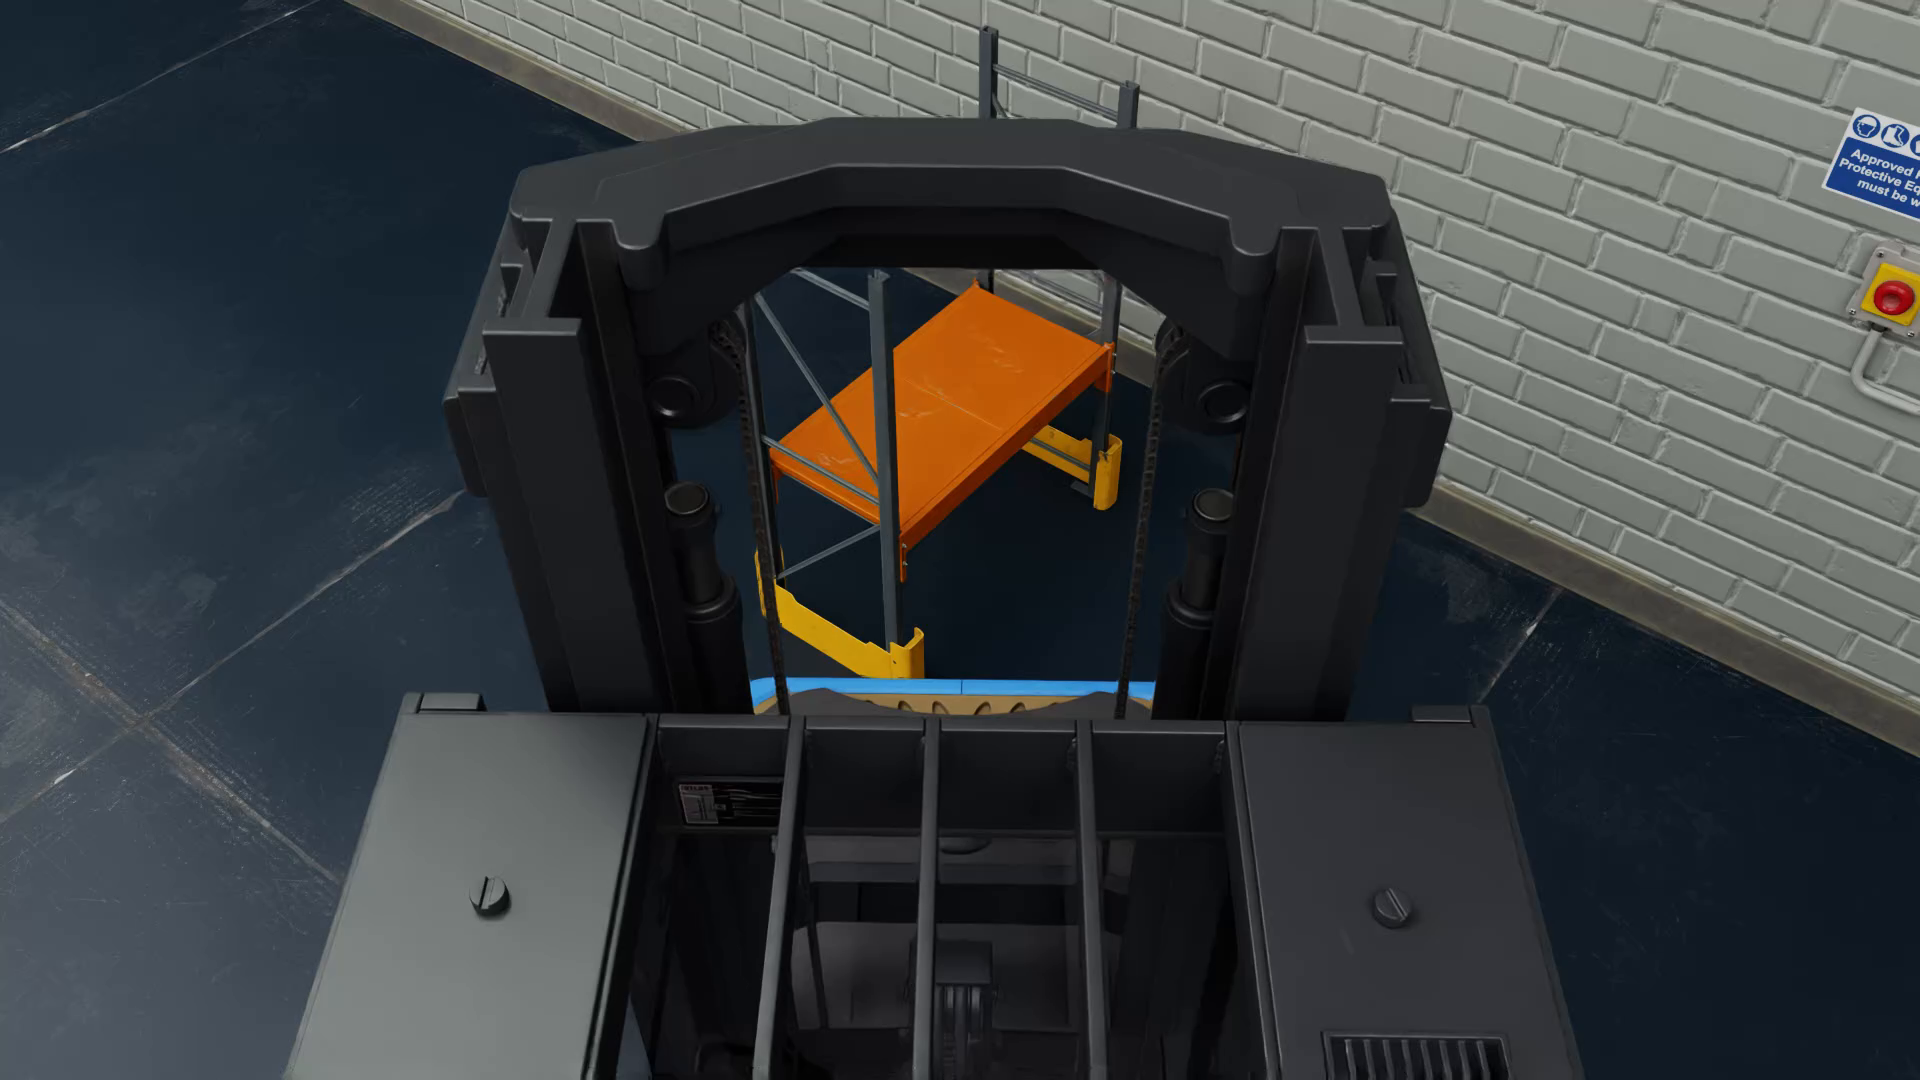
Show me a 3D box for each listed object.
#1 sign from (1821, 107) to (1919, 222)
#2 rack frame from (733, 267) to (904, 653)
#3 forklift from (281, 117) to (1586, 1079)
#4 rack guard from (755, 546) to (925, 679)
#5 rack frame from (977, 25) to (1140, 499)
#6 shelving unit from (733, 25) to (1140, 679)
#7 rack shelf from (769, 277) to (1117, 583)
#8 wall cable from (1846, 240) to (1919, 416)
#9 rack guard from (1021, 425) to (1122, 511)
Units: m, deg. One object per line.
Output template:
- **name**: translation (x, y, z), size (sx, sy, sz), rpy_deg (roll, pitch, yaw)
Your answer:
- **sign**: translation (2.167, -0.837, 3.788), size (0.327, 0.218, 0.001), rpy_deg (29, 53, 25)
- **rack frame**: translation (-0.363, -0.178, 4.383), size (0.500, 1.500, 0.032), rpy_deg (29, 53, 25)
- **forklift**: translation (-0.020, 1.088, 2.183), size (1.130, 2.935, 3.031), rpy_deg (1, 46, 1)
- **rack guard**: translation (-0.351, 0.242, 4.846), size (0.587, 0.250, 0.087), rpy_deg (29, 53, 25)
- **rack frame**: translation (0.259, -0.760, 4.939), size (0.500, 1.500, 0.032), rpy_deg (29, 53, 25)
- **shelving unit**: translation (-0.047, -0.474, 4.666), size (0.587, 1.500, 1.083), rpy_deg (29, 53, 25)
- **rack shelf**: translation (-0.052, -0.345, 4.791), size (0.538, 0.185, 1.000), rpy_deg (29, 53, 25)
- **wall cable**: translation (2.168, -1.049, 3.454), size (0.585, 1.953, 0.123), rpy_deg (29, 53, 25)
- **rack guard**: translation (0.258, -0.328, 5.390), size (0.587, 0.250, 0.087), rpy_deg (29, 53, 25)
